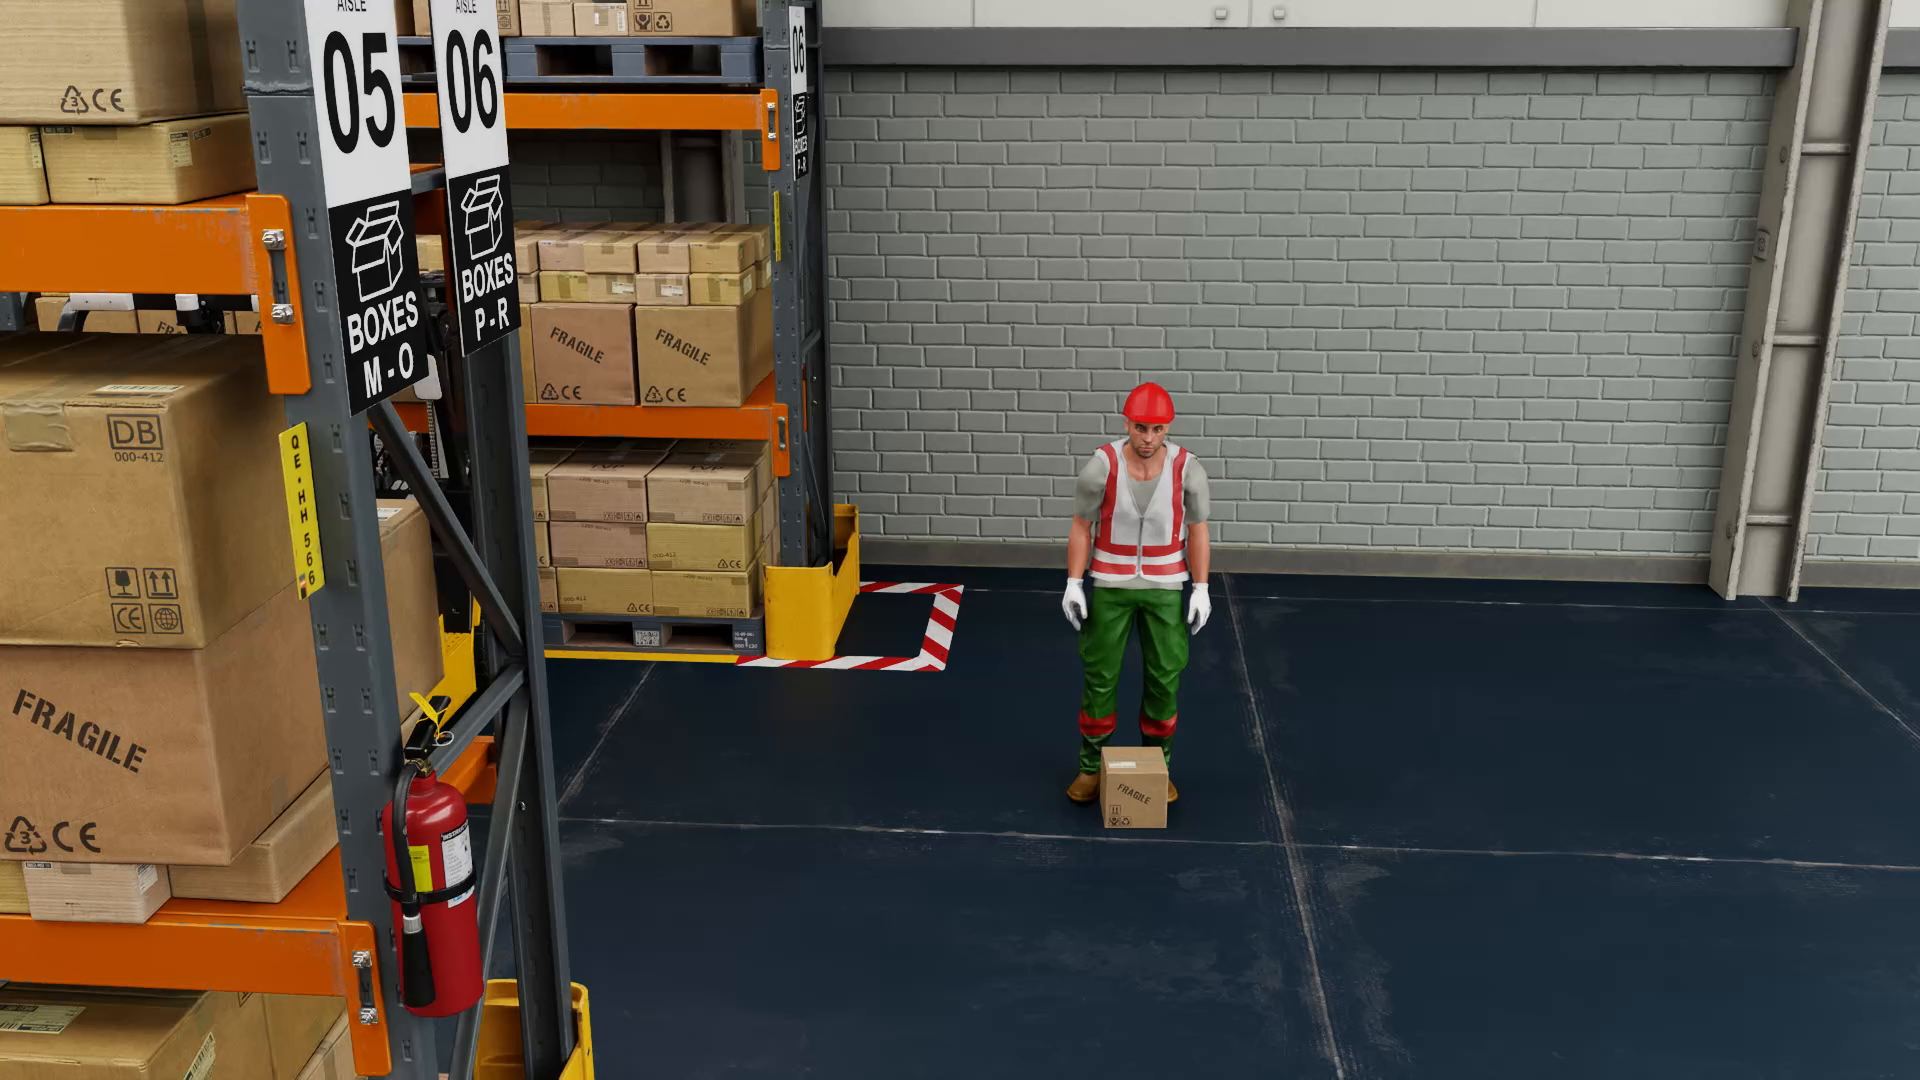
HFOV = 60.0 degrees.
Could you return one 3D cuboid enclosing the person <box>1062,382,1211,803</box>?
[{"bbox_3d":[0.726,0.218,6.822,0.609,1.779,0.449,1,17,4],"label":"person"}]
